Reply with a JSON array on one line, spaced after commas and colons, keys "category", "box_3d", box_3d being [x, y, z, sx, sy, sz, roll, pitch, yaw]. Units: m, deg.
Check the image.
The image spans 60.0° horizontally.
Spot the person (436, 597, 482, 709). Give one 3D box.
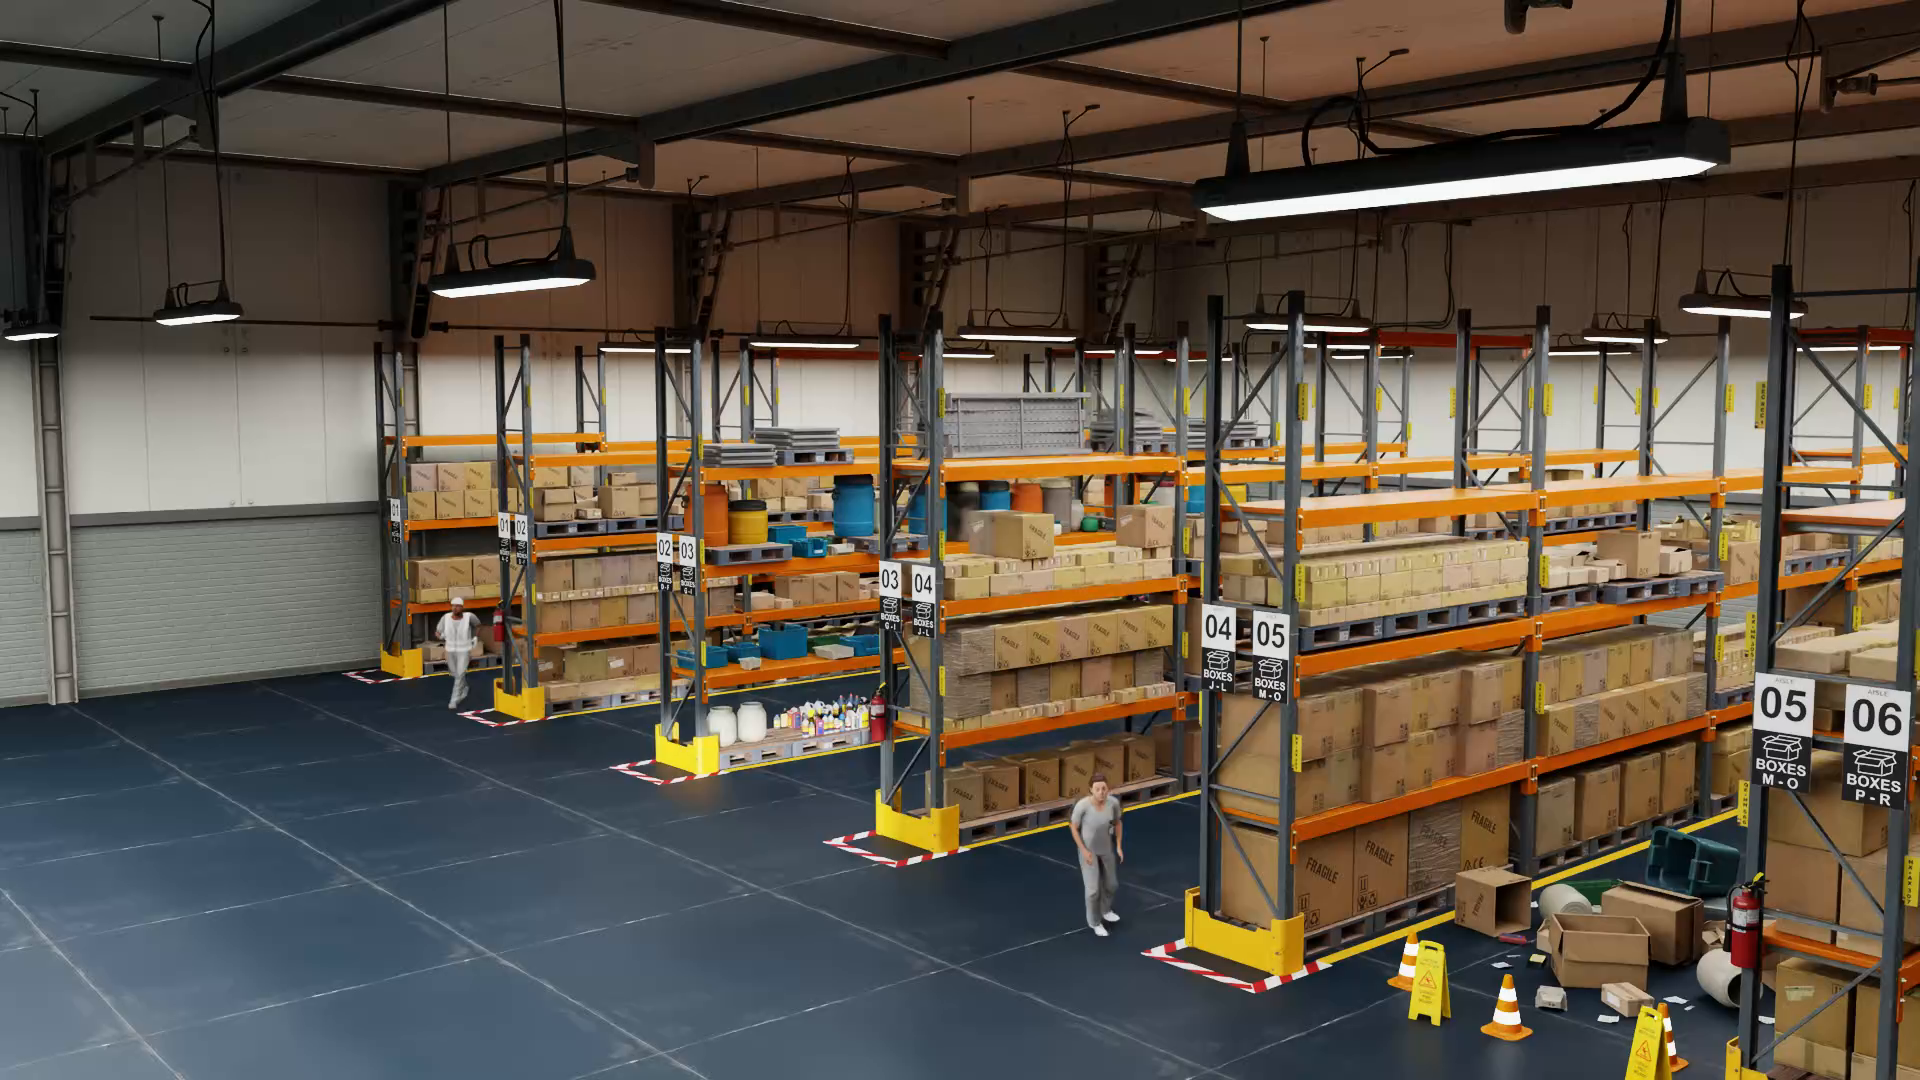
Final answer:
[{"category": "person", "box_3d": [-8.140, 1.794, 26.961, 0.671, 1.758, 1.043, 0, 5, 3]}]

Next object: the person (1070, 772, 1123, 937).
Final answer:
[{"category": "person", "box_3d": [1.291, 2.943, 15.772, 0.585, 1.606, 0.733, -1, 5, -15]}]
